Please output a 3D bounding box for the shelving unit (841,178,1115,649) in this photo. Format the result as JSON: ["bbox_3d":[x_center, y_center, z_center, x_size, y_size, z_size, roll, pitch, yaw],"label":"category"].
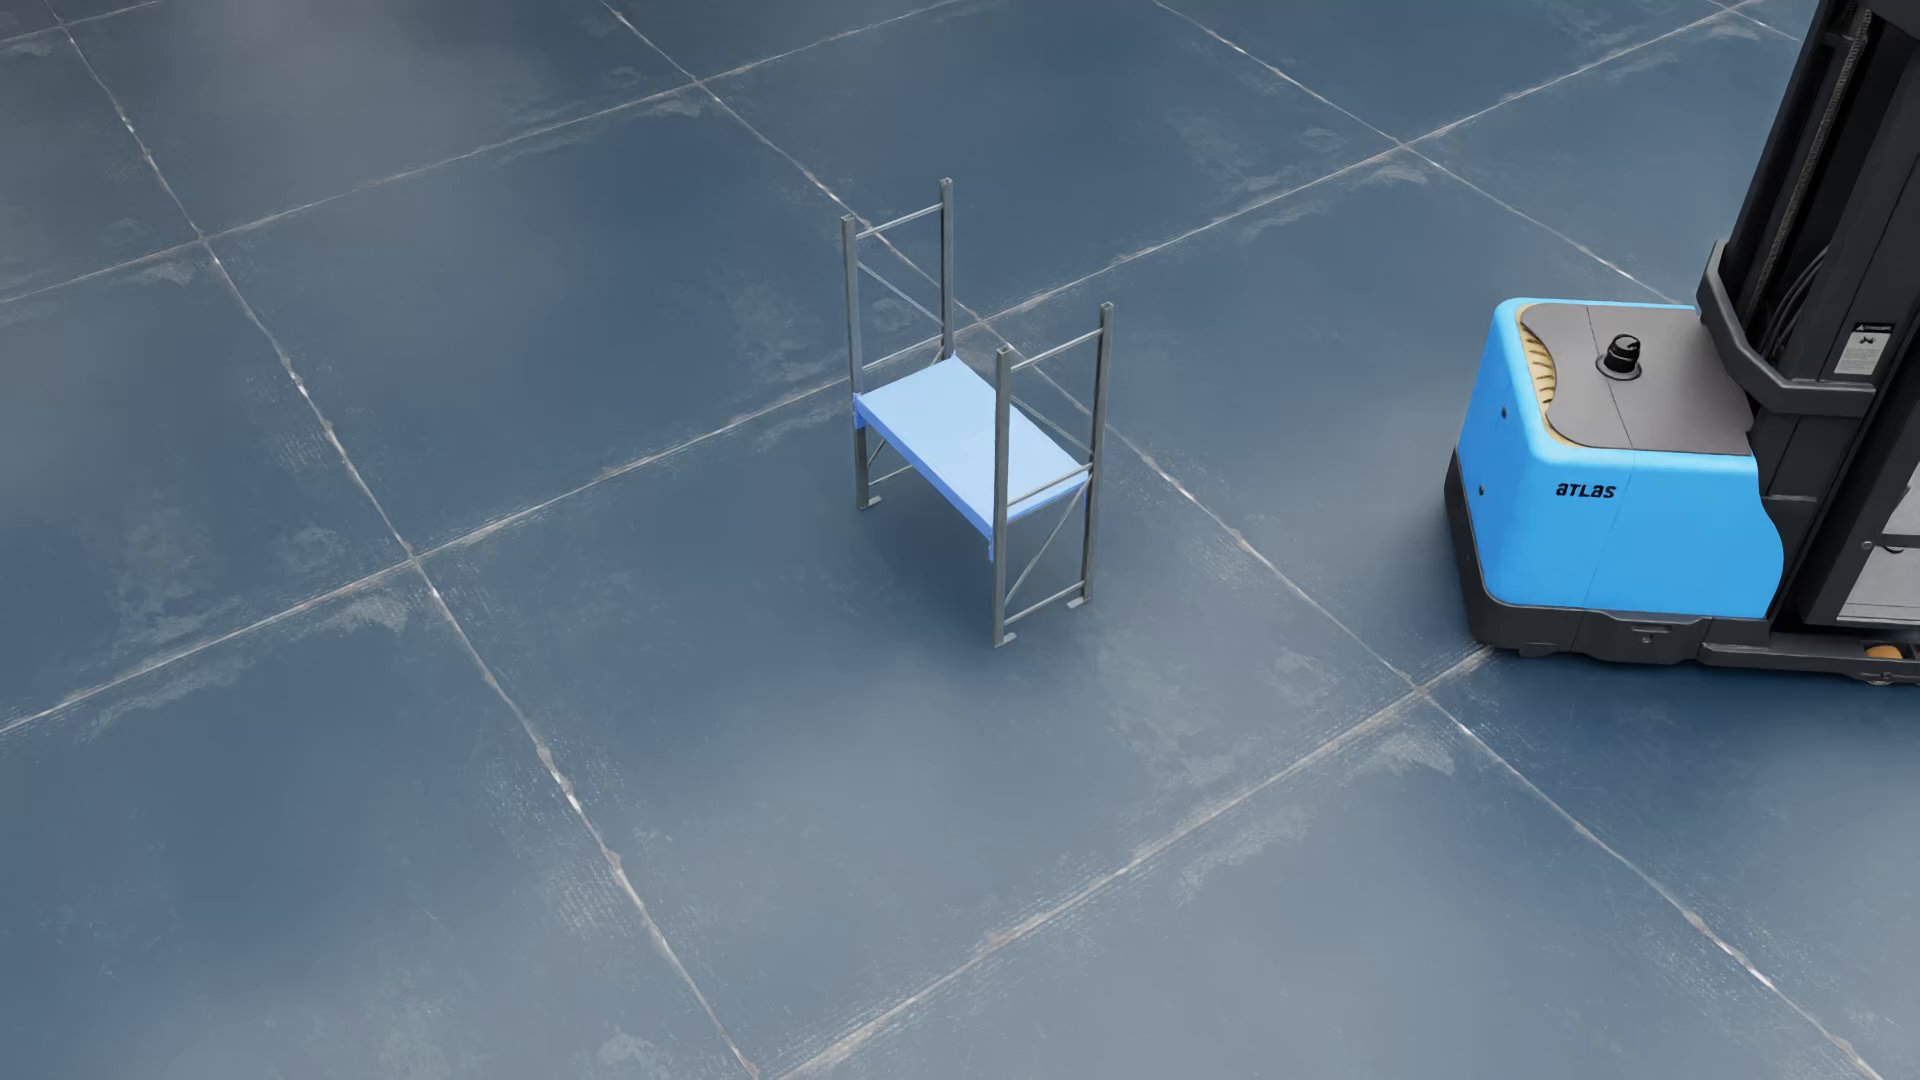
[{"bbox_3d":[0.049,-0.494,6.672,0.538,1.500,1.048,-26,49,-24],"label":"shelving unit"}]

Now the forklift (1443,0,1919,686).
[{"bbox_3d":[3.618,-0.856,6.015,3.031,2.935,1.130,3,44,3],"label":"forklift"}]

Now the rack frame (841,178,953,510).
[{"bbox_3d":[-0.242,-0.782,6.974,0.500,1.500,0.032,-26,49,-24],"label":"rack frame"}]

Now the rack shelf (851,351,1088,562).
[{"bbox_3d":[0.049,-0.364,6.797,0.538,0.185,1.000,-26,49,-24],"label":"rack shelf"}]

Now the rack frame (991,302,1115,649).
[{"bbox_3d":[0.340,-0.206,6.371,0.500,1.500,0.032,-26,49,-24],"label":"rack frame"}]
